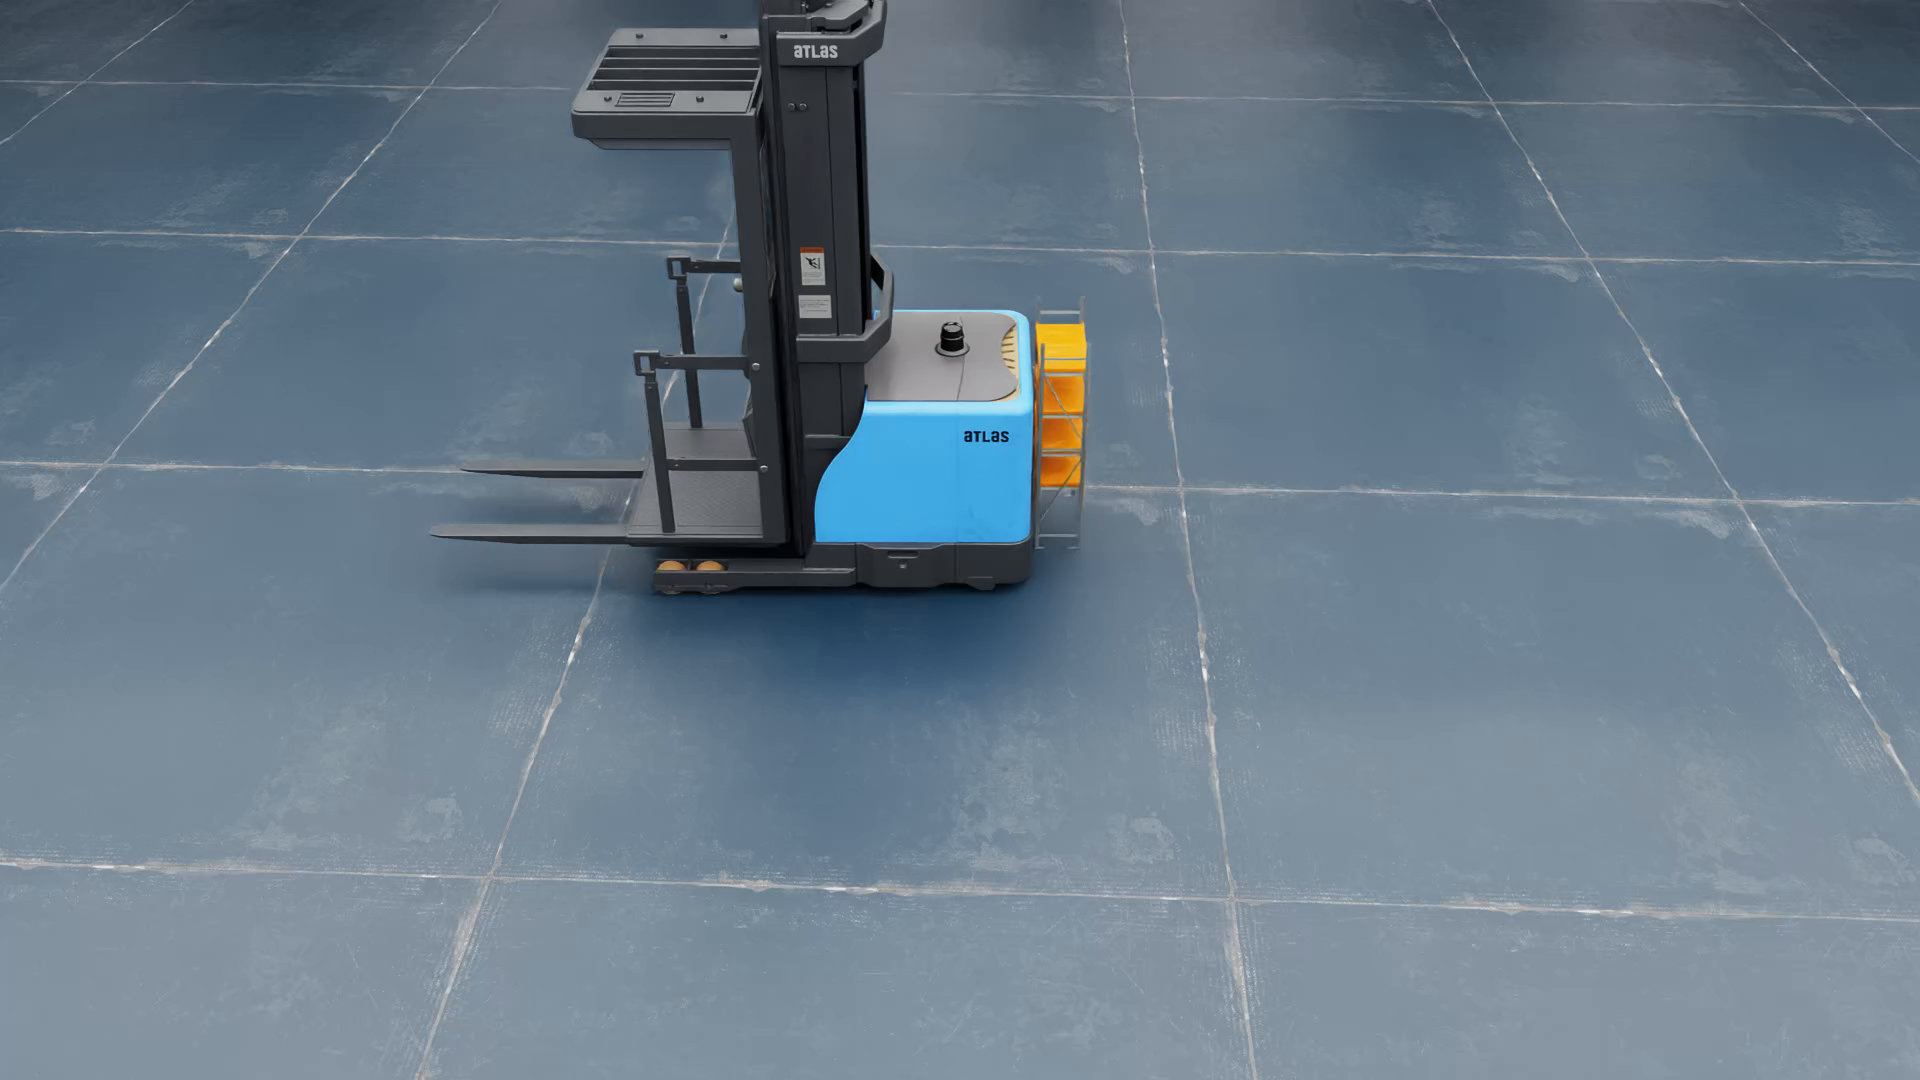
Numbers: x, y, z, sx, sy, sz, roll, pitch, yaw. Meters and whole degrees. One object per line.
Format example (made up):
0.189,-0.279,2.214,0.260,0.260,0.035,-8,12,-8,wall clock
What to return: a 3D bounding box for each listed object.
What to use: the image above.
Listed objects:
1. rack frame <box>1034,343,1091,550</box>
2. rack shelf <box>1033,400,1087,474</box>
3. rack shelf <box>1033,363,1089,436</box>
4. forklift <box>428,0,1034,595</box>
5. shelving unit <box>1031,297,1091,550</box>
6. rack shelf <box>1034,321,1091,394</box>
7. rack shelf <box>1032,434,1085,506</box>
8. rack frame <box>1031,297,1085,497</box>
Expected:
0.505,-0.446,8.287,0.240,1.200,0.015,0,35,0,rack frame
0.505,-0.531,8.525,0.258,0.148,0.480,0,35,0,rack shelf
0.505,-0.714,8.397,0.258,0.148,0.480,0,35,0,rack shelf
-1.155,-1.231,7.899,3.031,2.935,1.130,0,35,0,forklift
0.505,-0.586,8.487,0.258,1.200,0.503,0,35,0,shelving unit
0.505,-0.908,8.261,0.258,0.148,0.480,0,35,0,rack shelf
0.505,-0.369,8.639,0.258,0.148,0.480,0,35,0,rack shelf
0.505,-0.727,8.686,0.240,1.200,0.015,0,35,0,rack frame
